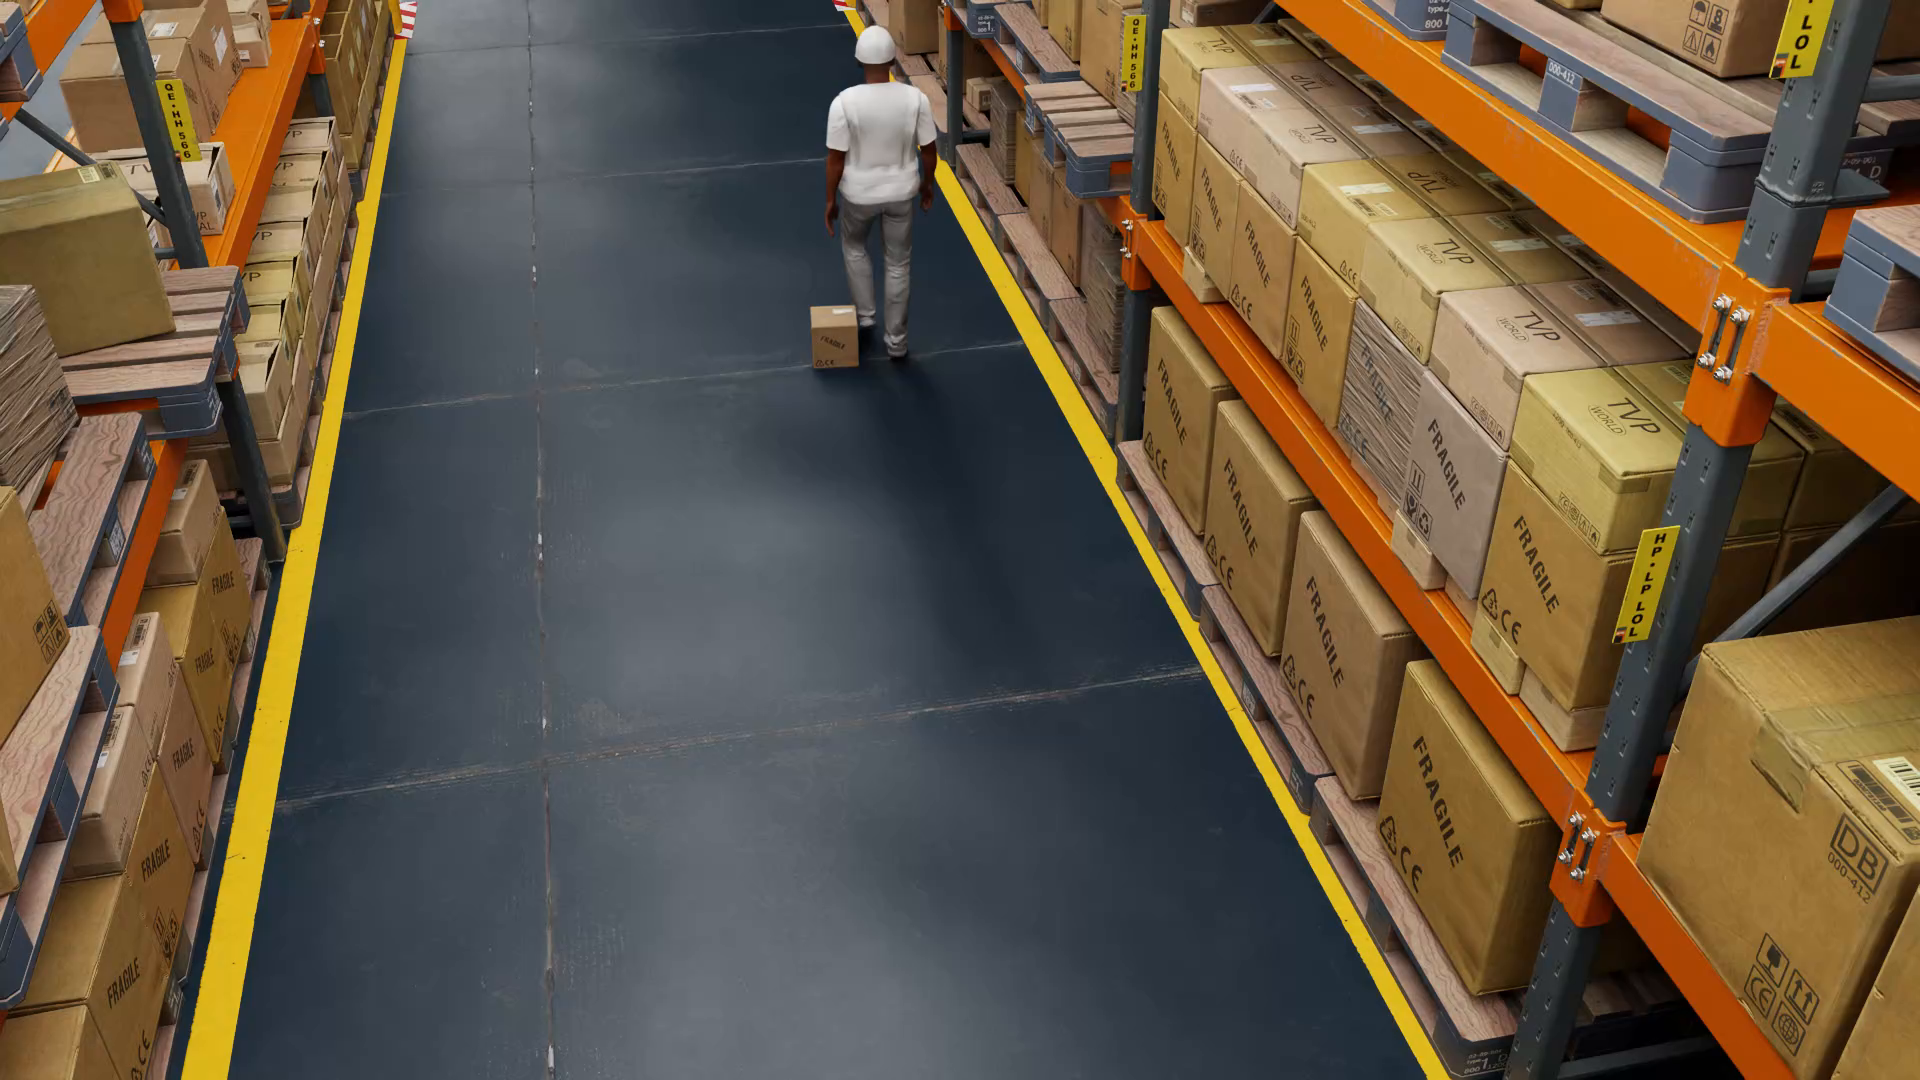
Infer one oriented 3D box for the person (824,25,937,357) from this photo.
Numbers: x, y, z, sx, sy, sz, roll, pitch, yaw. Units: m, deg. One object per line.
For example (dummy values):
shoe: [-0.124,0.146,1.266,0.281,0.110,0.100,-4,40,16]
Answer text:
person: [-0.424,-1.821,8.832,0.612,1.835,0.572,-4,34,-6]
